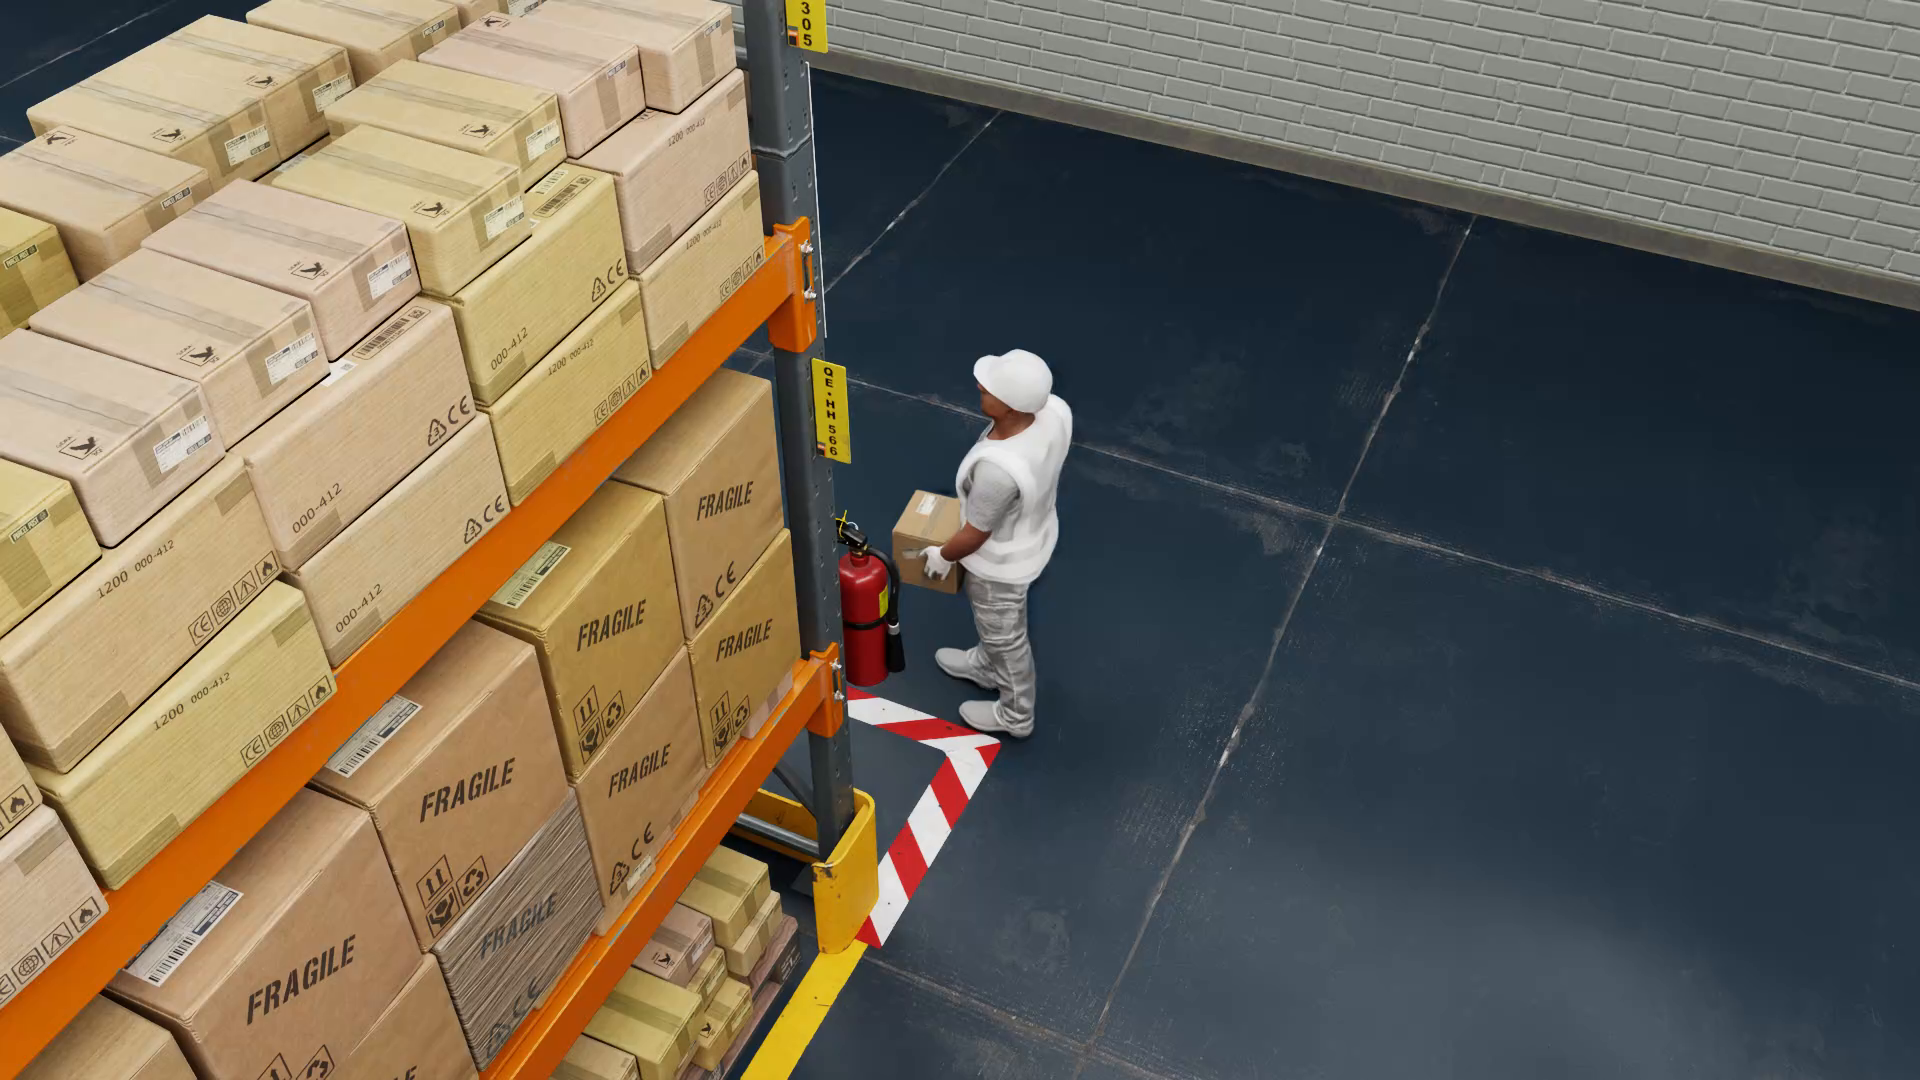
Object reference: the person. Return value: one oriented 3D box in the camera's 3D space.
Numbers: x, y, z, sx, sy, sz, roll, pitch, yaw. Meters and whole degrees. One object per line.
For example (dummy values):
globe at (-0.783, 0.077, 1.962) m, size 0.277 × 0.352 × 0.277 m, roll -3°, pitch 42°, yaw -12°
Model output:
person at (0.079, 0.017, 6.110) m, size 0.551 × 1.785 × 0.540 m, roll 16°, pitch 44°, yaw 17°
